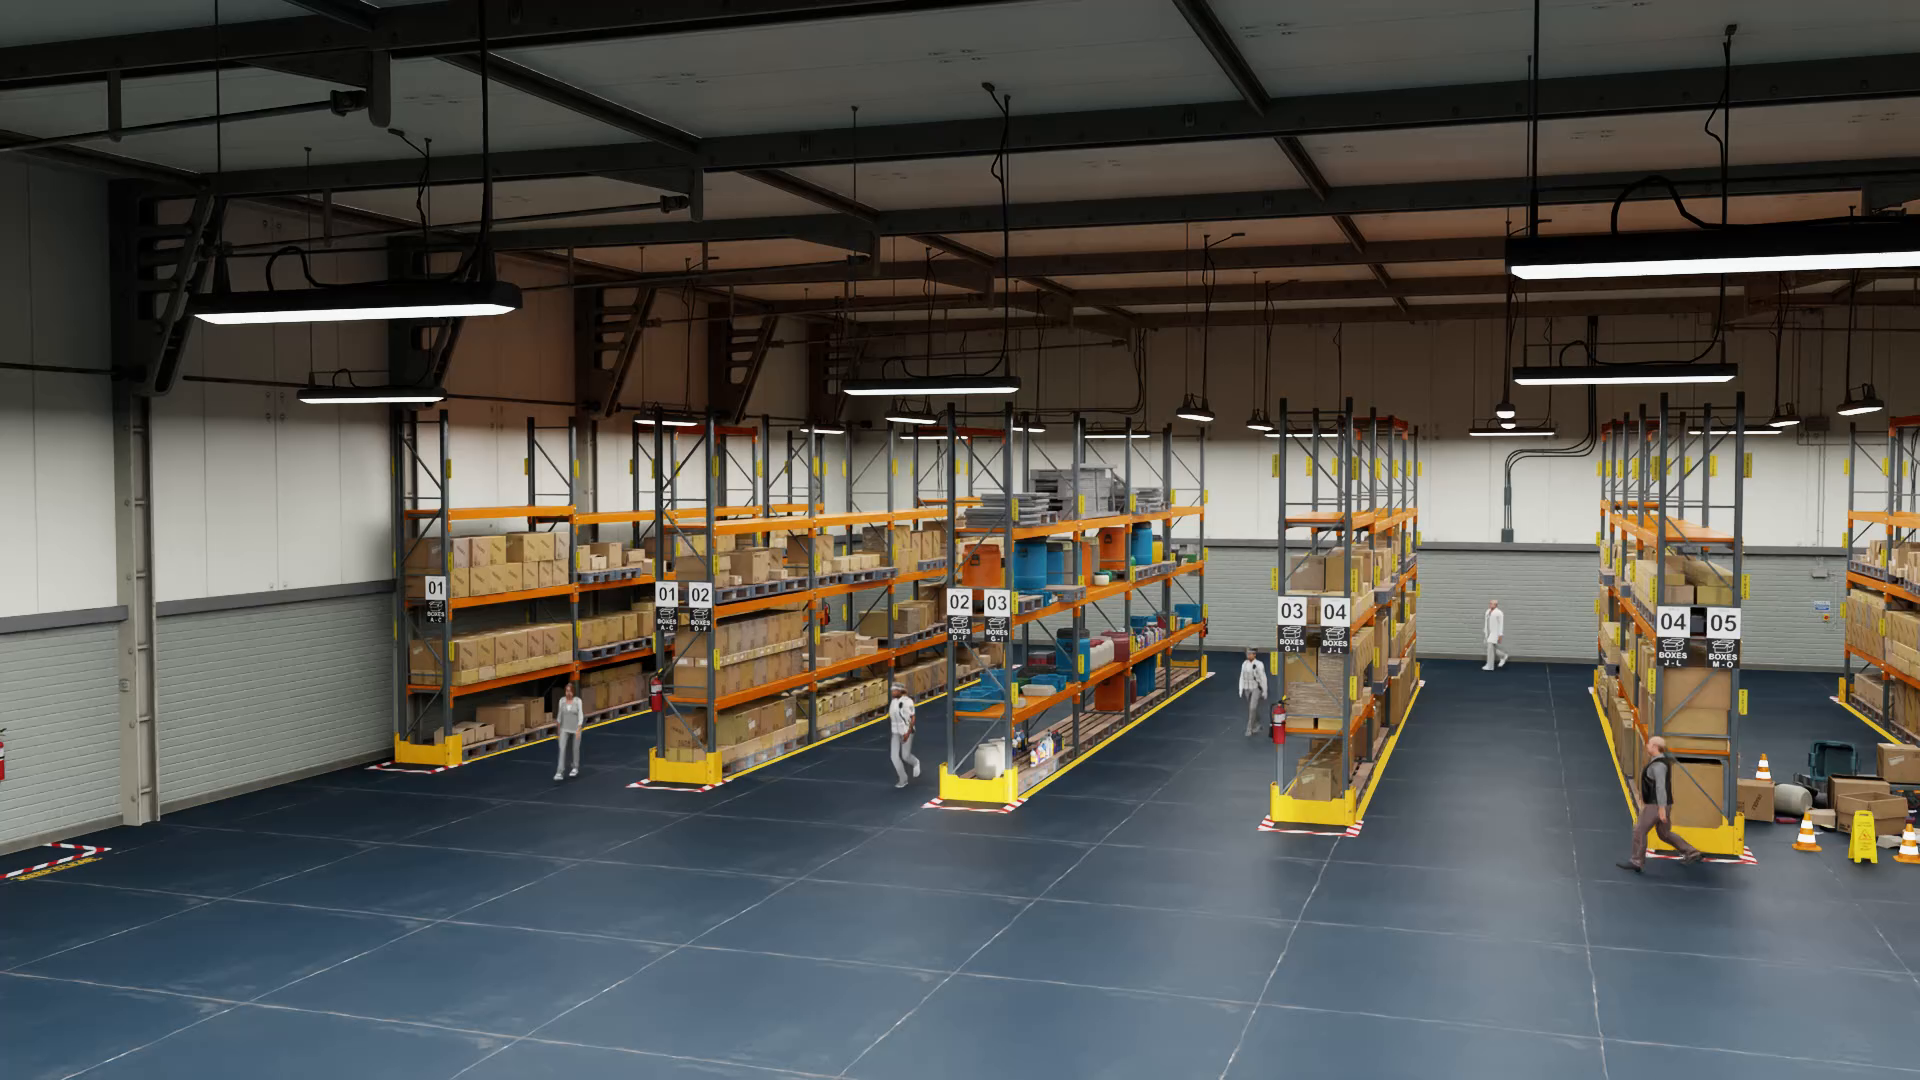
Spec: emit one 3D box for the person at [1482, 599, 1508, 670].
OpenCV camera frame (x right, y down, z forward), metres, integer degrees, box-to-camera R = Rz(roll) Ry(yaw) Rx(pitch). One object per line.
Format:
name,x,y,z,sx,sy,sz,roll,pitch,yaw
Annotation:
person,13.282,2.340,41.266,0.876,1.752,0.598,-1,3,-21

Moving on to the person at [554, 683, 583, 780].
person,-6.265,3.065,26.631,0.458,1.543,0.980,0,2,-11

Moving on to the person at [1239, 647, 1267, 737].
person,5.452,2.822,31.212,0.848,1.634,0.523,-2,3,-42

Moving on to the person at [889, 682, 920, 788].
person,-0.884,3.059,26.318,0.504,1.649,0.572,2,3,35

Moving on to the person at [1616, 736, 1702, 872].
person,8.656,3.272,20.555,0.999,1.686,0.543,1,3,20
